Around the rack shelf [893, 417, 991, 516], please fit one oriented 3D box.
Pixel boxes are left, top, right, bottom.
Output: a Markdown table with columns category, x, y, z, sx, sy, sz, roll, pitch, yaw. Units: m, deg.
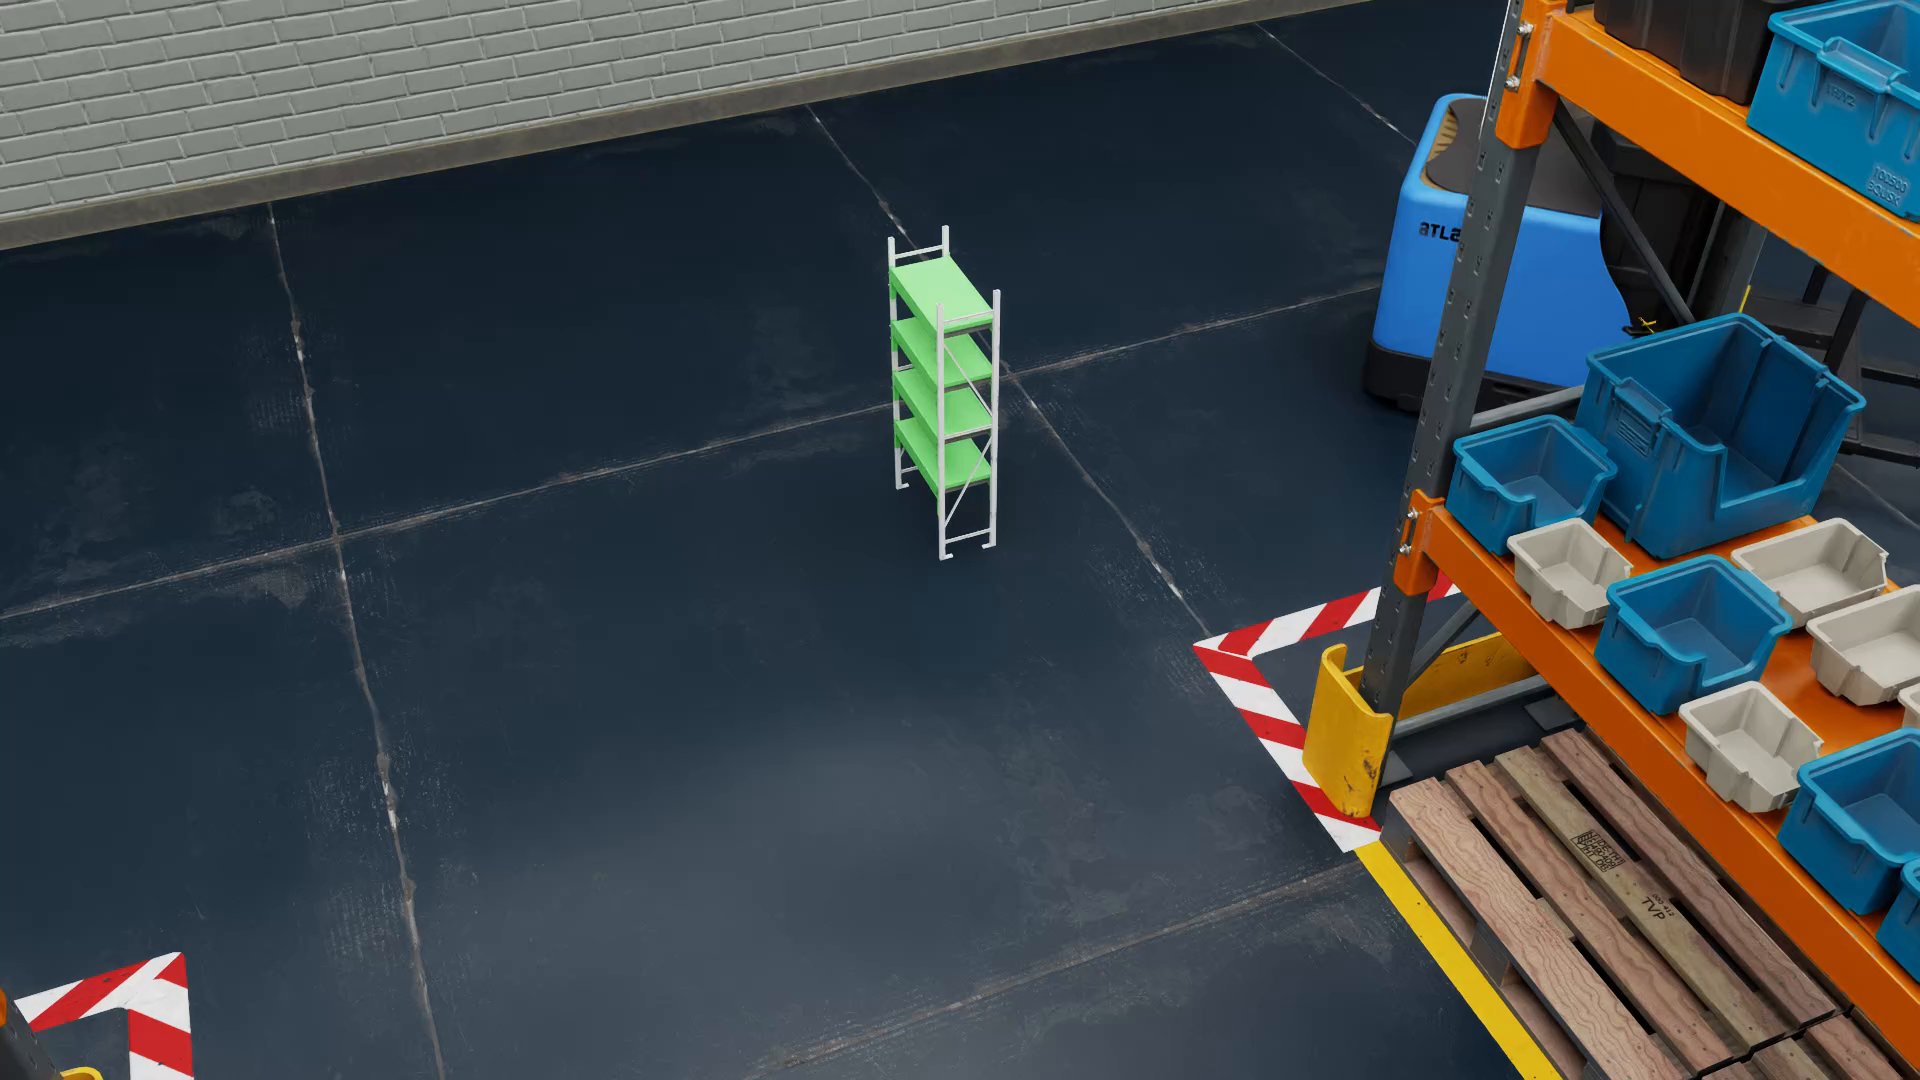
| category | x | y | z | sx | sy | sz | roll | pitch | yaw |
| --- | --- | --- | --- | --- | --- | --- | --- | --- | --- |
| rack shelf | -0.063 | -0.324 | 6.673 | 0.258 | 0.148 | 0.480 | -15 | 43 | -17 |

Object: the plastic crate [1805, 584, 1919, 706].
| category | x | y | z | sx | sy | sz | roll | pitch | yaw |
| --- | --- | --- | --- | --- | --- | --- | --- | --- | --- |
| plastic crate | 2.386 | 0.286 | 4.273 | 0.396 | 0.136 | 0.243 | -15 | 43 | -17 |

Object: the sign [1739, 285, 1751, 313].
| category | x | y | z | sx | sy | sz | roll | pitch | yaw |
| --- | --- | --- | --- | --- | --- | --- | --- | --- | --- |
| sign | 2.312 | -0.625 | 5.051 | 0.100 | 0.325 | 0.005 | -15 | 43 | -17 |

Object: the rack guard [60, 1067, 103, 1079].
| category | x | y | z | sx | sy | sz | roll | pitch | yaw |
| --- | --- | --- | --- | --- | --- | --- | --- | --- | --- |
| rack guard | -2.739 | 1.811 | 4.260 | 1.175 | 0.500 | 0.348 | -15 | 43 | -17 |

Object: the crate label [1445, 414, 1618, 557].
| category | x | y | z | sx | sy | sz | roll | pitch | yaw |
| --- | --- | --- | --- | --- | --- | --- | --- | --- | --- |
| crate label | 1.600 | -0.144 | 4.699 | 0.416 | 0.233 | 0.303 | -15 | 43 | -17 |

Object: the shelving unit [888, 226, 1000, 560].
| category | x | y | z | sx | sy | sz | roll | pitch | yaw |
| --- | --- | --- | --- | --- | --- | --- | --- | --- | --- |
| shelving unit | -0.063 | -0.555 | 6.475 | 0.258 | 1.200 | 0.503 | -15 | 43 | -17 |

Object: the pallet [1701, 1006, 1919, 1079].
| category | x | y | z | sx | sy | sz | roll | pitch | yaw |
| --- | --- | --- | --- | --- | --- | --- | --- | --- | --- |
| pallet | 2.552 | 1.882 | 4.400 | 1.003 | 0.211 | 1.213 | -15 | 43 | -17 |

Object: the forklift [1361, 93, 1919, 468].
| category | x | y | z | sx | sy | sz | roll | pitch | yaw |
| --- | --- | --- | --- | --- | --- | --- | --- | --- | --- |
| forklift | 3.368 | -1.668 | 6.442 | 3.031 | 2.935 | 1.130 | 15 | 43 | 16 |

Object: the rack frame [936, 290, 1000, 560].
| category | x | y | z | sx | sy | sz | roll | pitch | yaw |
| --- | --- | --- | --- | --- | --- | --- | --- | --- | --- |
| rack frame | 0.030 | -0.408 | 6.304 | 0.240 | 1.200 | 0.015 | -15 | 43 | -17 |

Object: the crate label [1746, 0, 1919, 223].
| category | x | y | z | sx | sy | sz | roll | pitch | yaw |
| --- | --- | --- | --- | --- | --- | --- | --- | --- | --- |
| crate label | 1.864 | -0.860 | 3.263 | 0.408 | 0.251 | 0.502 | -15 | 43 | -17 |

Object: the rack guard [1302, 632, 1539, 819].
| category | x | y | z | sx | sy | sz | roll | pitch | yaw |
| --- | --- | --- | --- | --- | --- | --- | --- | --- | --- |
| rack guard | 1.788 | 0.521 | 5.761 | 1.175 | 0.500 | 0.348 | -15 | 43 | -17 |

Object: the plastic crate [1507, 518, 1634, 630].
| category | x | y | z | sx | sy | sz | roll | pitch | yaw |
| --- | --- | --- | --- | --- | --- | --- | --- | --- | --- |
| plastic crate | 1.646 | 0.106 | 4.482 | 0.250 | 0.136 | 0.298 | -15 | 43 | -17 |

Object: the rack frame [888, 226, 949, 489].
| category | x | y | z | sx | sy | sz | roll | pitch | yaw |
| --- | --- | --- | --- | --- | --- | --- | --- | --- | --- |
| rack frame | -0.157 | -0.702 | 6.646 | 0.240 | 1.200 | 0.015 | -15 | 43 | -17 |

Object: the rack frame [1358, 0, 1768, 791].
| category | x | y | z | sx | sy | sz | roll | pitch | yaw |
| --- | --- | --- | --- | --- | --- | --- | --- | --- | --- |
| rack frame | 1.810 | -0.416 | 4.933 | 1.000 | 3.000 | 0.127 | -15 | 43 | -17 |

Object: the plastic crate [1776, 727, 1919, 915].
| category | x | y | z | sx | sy | sz | roll | pitch | yaw |
| --- | --- | --- | --- | --- | --- | --- | --- | --- | --- |
| plastic crate | 2.104 | 0.649 | 3.777 | 0.416 | 0.233 | 0.300 | -15 | 43 | -17 |

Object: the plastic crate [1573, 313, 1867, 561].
| category | x | y | z | sx | sy | sz | roll | pitch | yaw |
| --- | --- | --- | --- | --- | --- | --- | --- | --- | --- |
| plastic crate | 2.110 | -0.297 | 4.721 | 0.616 | 0.435 | 0.499 | -15 | 43 | -17 |

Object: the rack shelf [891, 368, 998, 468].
| category | x | y | z | sx | sy | sz | roll | pitch | yaw |
| --- | --- | --- | --- | --- | --- | --- | --- | --- | --- |
| rack shelf | -0.063 | -0.506 | 6.516 | 0.258 | 0.148 | 0.480 | -15 | 43 | -17 |

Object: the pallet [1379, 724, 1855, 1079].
| category | x | y | z | sx | sy | sz | roll | pitch | yaw |
| --- | --- | --- | --- | --- | --- | --- | --- | --- | --- |
| pallet | 2.089 | 1.148 | 5.253 | 1.003 | 0.211 | 1.213 | -15 | 43 | -17 |

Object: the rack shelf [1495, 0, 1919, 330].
| category | x | y | z | sx | sy | sz | roll | pitch | yaw |
| --- | --- | --- | --- | --- | --- | --- | --- | --- | --- |
| rack shelf | 2.575 | -0.075 | 2.788 | 1.077 | 0.370 | 4.000 | -15 | 43 | -17 |

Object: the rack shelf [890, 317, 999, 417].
| category | x | y | z | sx | sy | sz | roll | pitch | yaw |
| --- | --- | --- | --- | --- | --- | --- | --- | --- | --- |
| rack shelf | -0.063 | -0.688 | 6.360 | 0.258 | 0.148 | 0.480 | -15 | 43 | -17 |

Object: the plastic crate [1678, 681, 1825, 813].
| category | x | y | z | sx | sy | sz | roll | pitch | yaw |
| --- | --- | --- | --- | --- | --- | --- | --- | --- | --- |
| plastic crate | 1.906 | 0.515 | 4.007 | 0.250 | 0.136 | 0.298 | -15 | 43 | -17 |

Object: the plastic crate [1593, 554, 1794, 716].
| category | x | y | z | sx | sy | sz | roll | pitch | yaw |
| --- | --- | --- | --- | --- | --- | --- | --- | --- | --- |
| plastic crate | 1.852 | 0.252 | 4.238 | 0.416 | 0.233 | 0.300 | -15 | 43 | -17 |

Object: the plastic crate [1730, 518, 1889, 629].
| category | x | y | z | sx | sy | sz | roll | pitch | yaw |
| --- | --- | --- | --- | --- | --- | --- | --- | --- | --- |
| plastic crate | 2.289 | 0.108 | 4.480 | 0.396 | 0.136 | 0.243 | -15 | 43 | -17 |

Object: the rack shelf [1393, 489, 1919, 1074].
| category | x | y | z | sx | sy | sz | roll | pitch | yaw |
| --- | --- | --- | --- | --- | --- | --- | --- | --- | --- |
| rack shelf | 2.575 | 1.062 | 3.766 | 1.077 | 0.370 | 4.000 | -15 | 43 | -17 |

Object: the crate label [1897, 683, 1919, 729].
| category | x | y | z | sx | sy | sz | roll | pitch | yaw |
| --- | --- | --- | --- | --- | --- | --- | --- | --- | --- |
| crate label | 2.516 | 0.447 | 4.085 | 0.396 | 0.136 | 0.243 | -15 | 43 | -17 |

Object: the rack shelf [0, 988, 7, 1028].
| category | x | y | z | sx | sy | sz | roll | pitch | yaw |
| --- | --- | --- | --- | --- | --- | --- | --- | --- | --- |
| rack shelf | -2.003 | 2.295 | 2.332 | 1.077 | 0.370 | 4.000 | -15 | 43 | -17 |

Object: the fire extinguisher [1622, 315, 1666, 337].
| category | x | y | z | sx | sy | sz | roll | pitch | yaw |
| --- | --- | --- | --- | --- | --- | --- | --- | --- | --- |
| fire extinguisher | 2.172 | -0.449 | 5.317 | 0.296 | 0.674 | 0.183 | -15 | 43 | -17 |

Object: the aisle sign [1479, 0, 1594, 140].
| category | x | y | z | sx | sy | sz | roll | pitch | yaw |
| --- | --- | --- | --- | --- | --- | --- | --- | --- | --- |
| aisle sign | 1.508 | -1.371 | 4.049 | 0.394 | 0.787 | 0.004 | -15 | 43 | -17 |

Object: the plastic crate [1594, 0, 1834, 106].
| category | x | y | z | sx | sy | sz | roll | pitch | yaw |
| --- | --- | --- | --- | --- | --- | --- | --- | --- | --- |
| plastic crate | 1.699 | -1.202 | 3.647 | 0.497 | 0.269 | 0.590 | -15 | 43 | -17 |

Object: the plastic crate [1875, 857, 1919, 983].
| category | x | y | z | sx | sy | sz | roll | pitch | yaw |
| --- | --- | --- | --- | --- | --- | --- | --- | --- | --- |
| plastic crate | 2.218 | 0.830 | 3.567 | 0.416 | 0.233 | 0.300 | -15 | 43 | -17 |

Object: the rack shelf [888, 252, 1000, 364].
| category | x | y | z | sx | sy | sz | roll | pitch | yaw |
| --- | --- | --- | --- | --- | --- | --- | --- | --- | --- |
| rack shelf | -0.063 | -0.870 | 6.203 | 0.258 | 0.148 | 0.480 | -15 | 43 | -17 |
